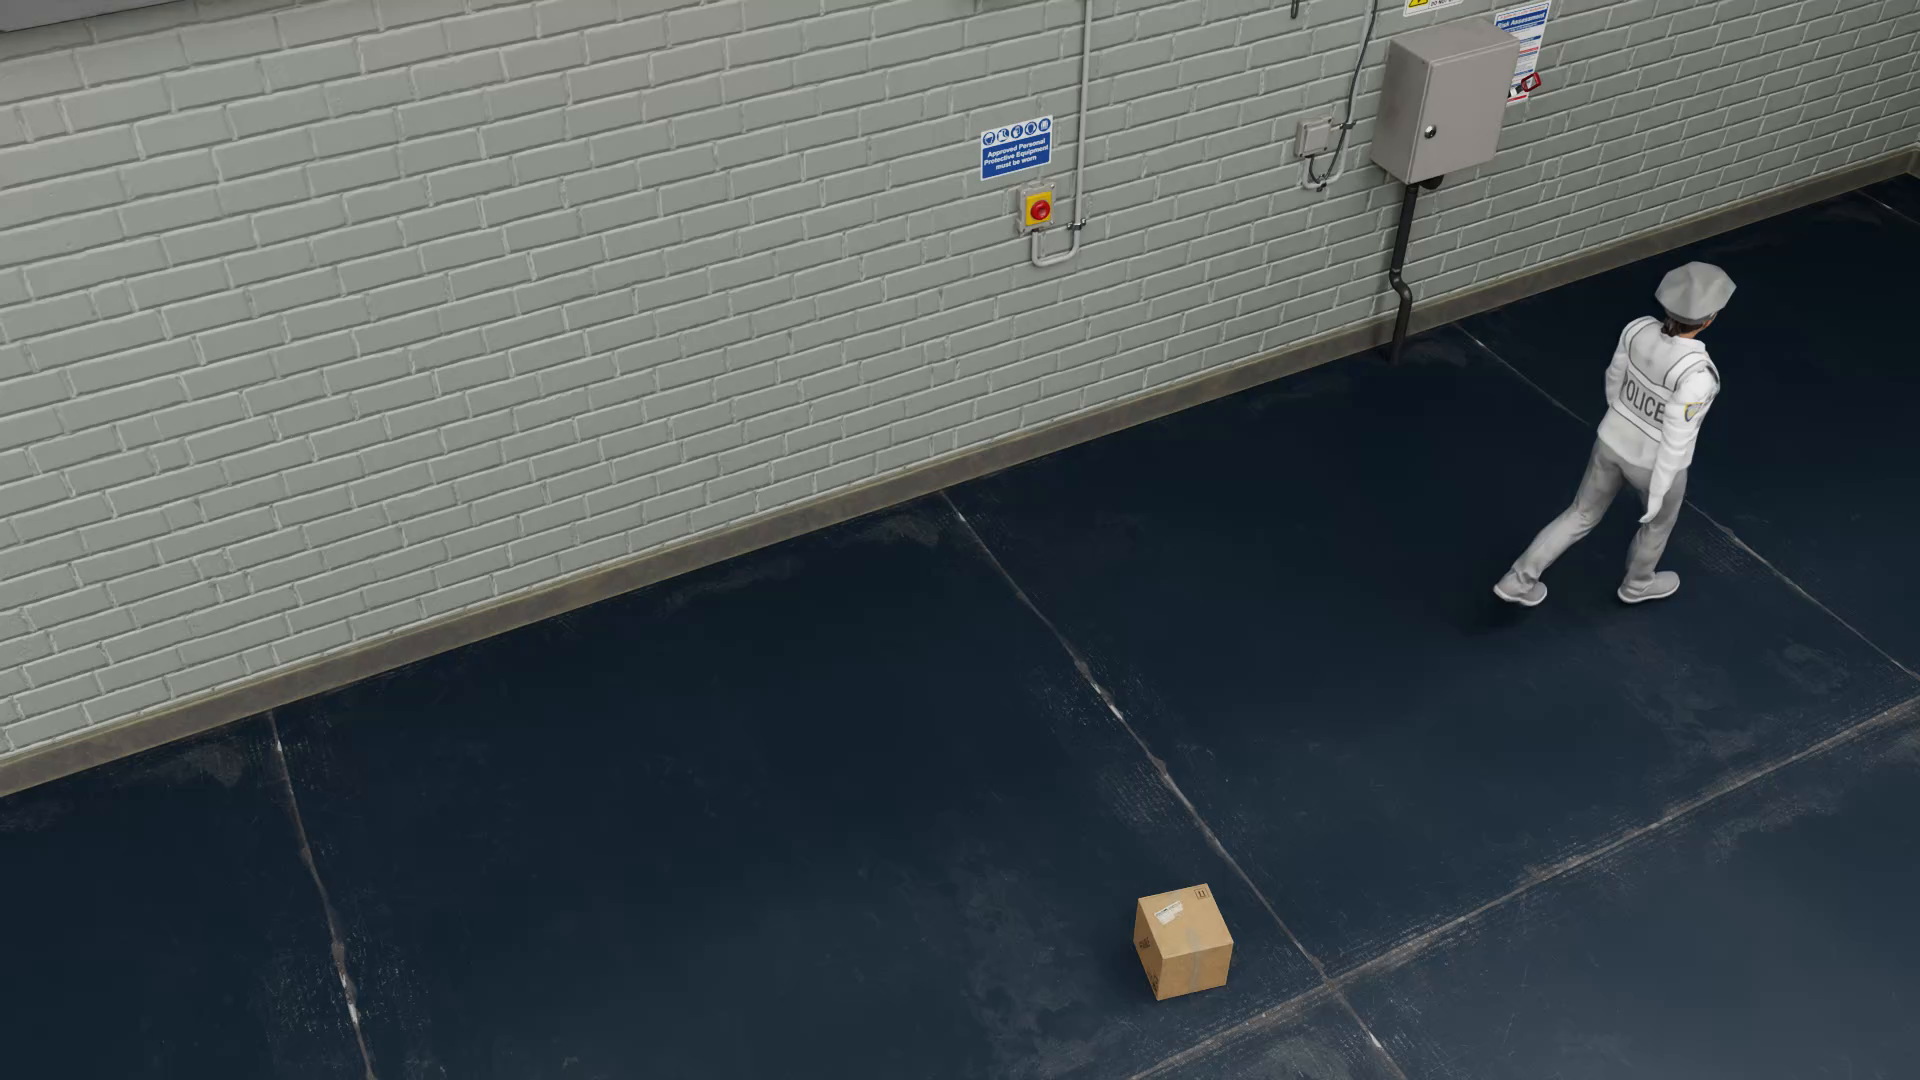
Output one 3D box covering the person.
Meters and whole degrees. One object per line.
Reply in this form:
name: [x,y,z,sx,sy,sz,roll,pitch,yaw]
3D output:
person: [2.644,-0.358,6.526,0.878,1.653,0.492,-18,45,-19]
